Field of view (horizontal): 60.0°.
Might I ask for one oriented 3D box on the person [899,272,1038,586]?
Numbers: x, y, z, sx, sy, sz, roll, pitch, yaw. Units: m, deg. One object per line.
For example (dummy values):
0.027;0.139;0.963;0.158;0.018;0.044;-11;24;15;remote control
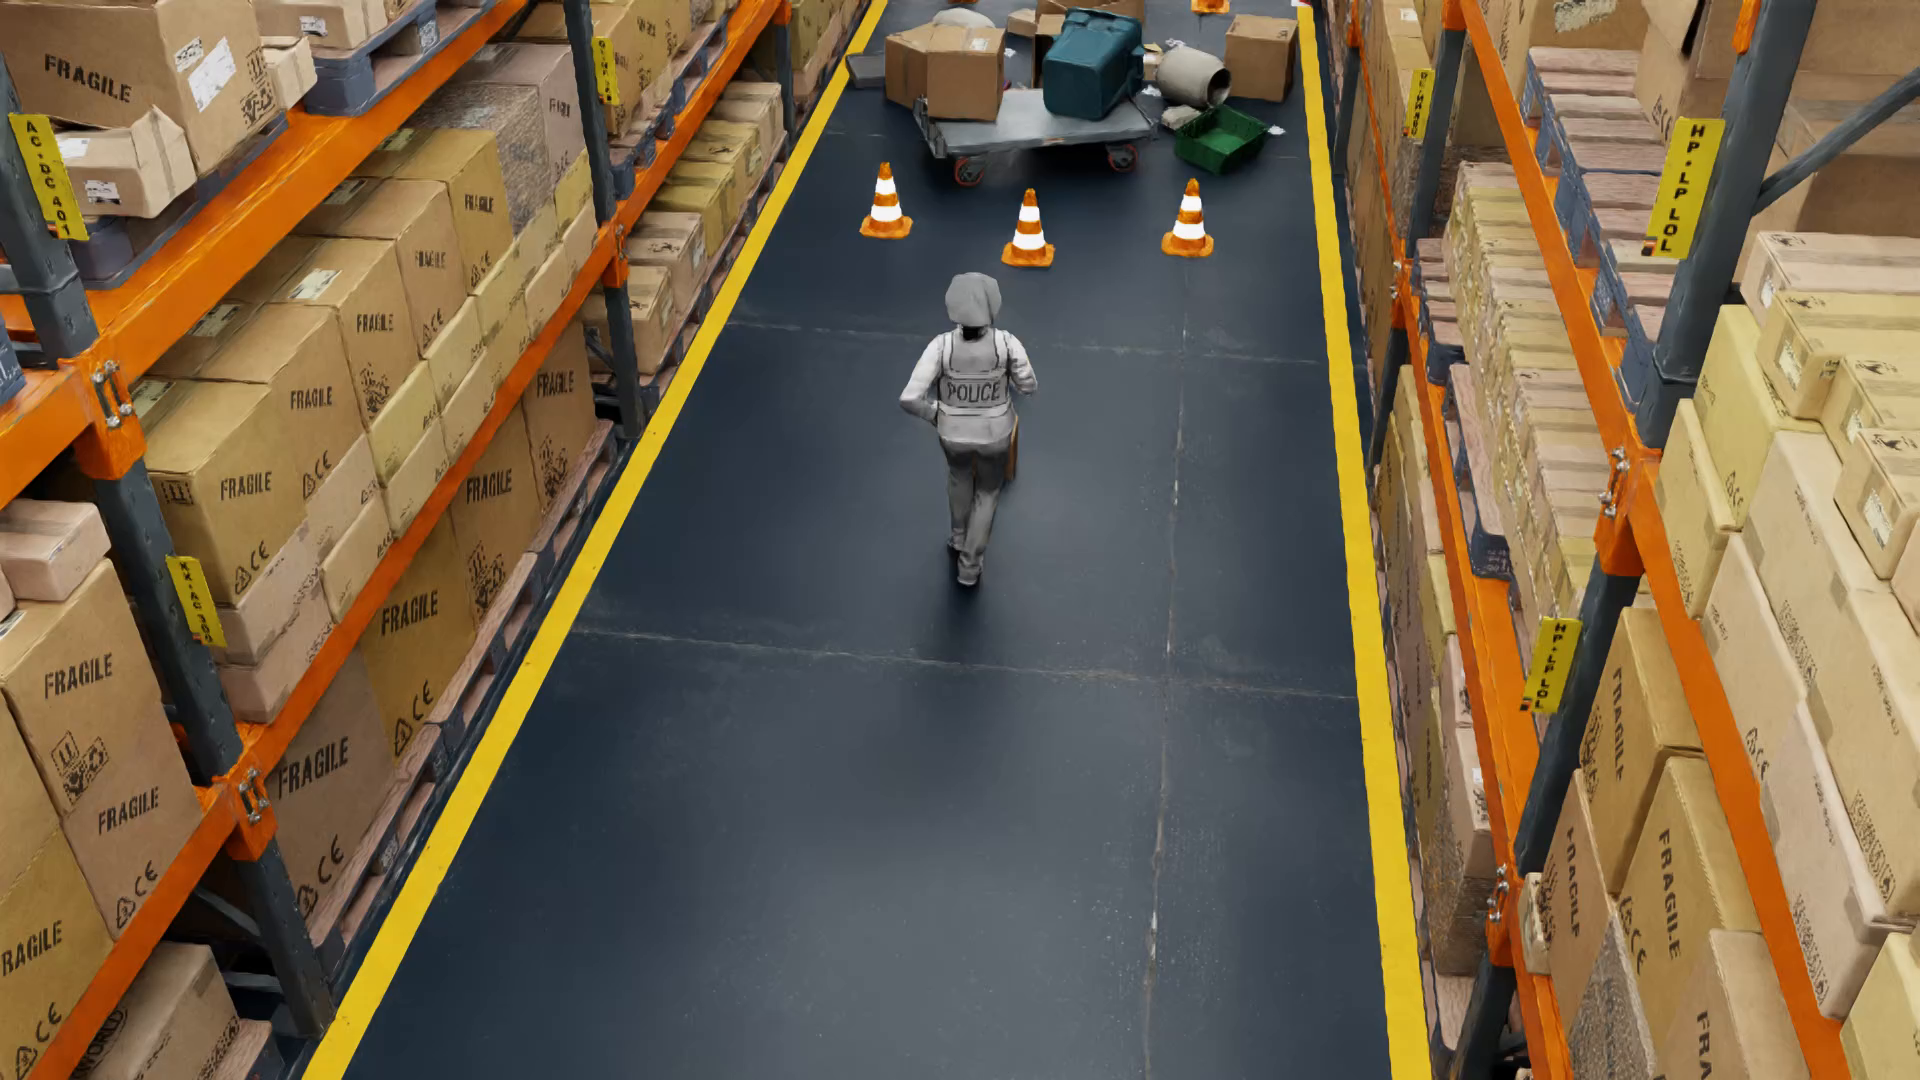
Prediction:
0.061;-0.513;7.756;0.593;1.715;0.623;5;37;7;person
